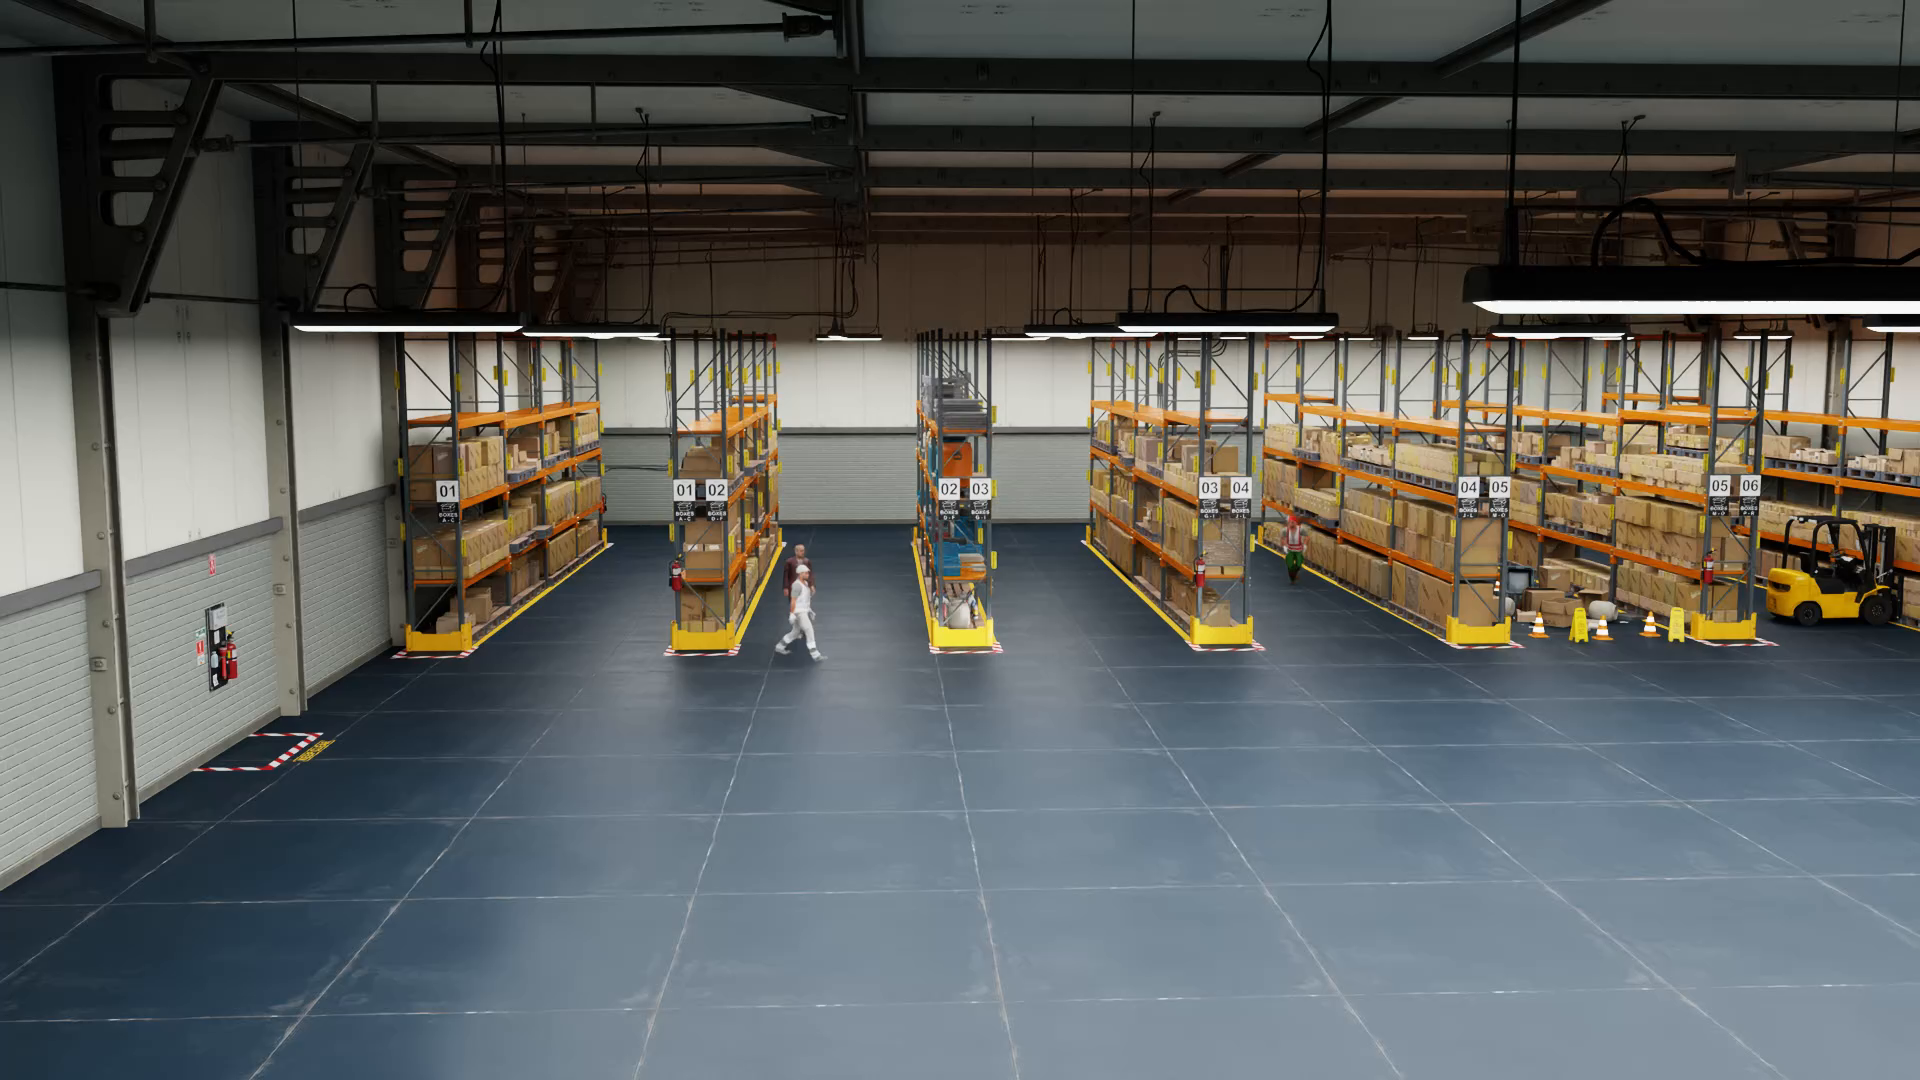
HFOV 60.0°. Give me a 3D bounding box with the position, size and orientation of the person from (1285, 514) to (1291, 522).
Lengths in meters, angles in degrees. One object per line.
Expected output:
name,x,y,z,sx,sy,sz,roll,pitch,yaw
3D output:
person,10.092,-1.188,51.253,0.568,1.694,1.073,5,8,36

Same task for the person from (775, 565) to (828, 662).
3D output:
person,-2.885,1.316,30.217,1.084,1.737,0.544,1,7,9

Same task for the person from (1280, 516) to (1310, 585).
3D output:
person,7.960,0.243,39.509,0.692,1.680,0.650,1,7,7

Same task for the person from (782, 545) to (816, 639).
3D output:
person,-3.124,1.014,32.735,0.617,1.812,0.757,-3,8,-27
